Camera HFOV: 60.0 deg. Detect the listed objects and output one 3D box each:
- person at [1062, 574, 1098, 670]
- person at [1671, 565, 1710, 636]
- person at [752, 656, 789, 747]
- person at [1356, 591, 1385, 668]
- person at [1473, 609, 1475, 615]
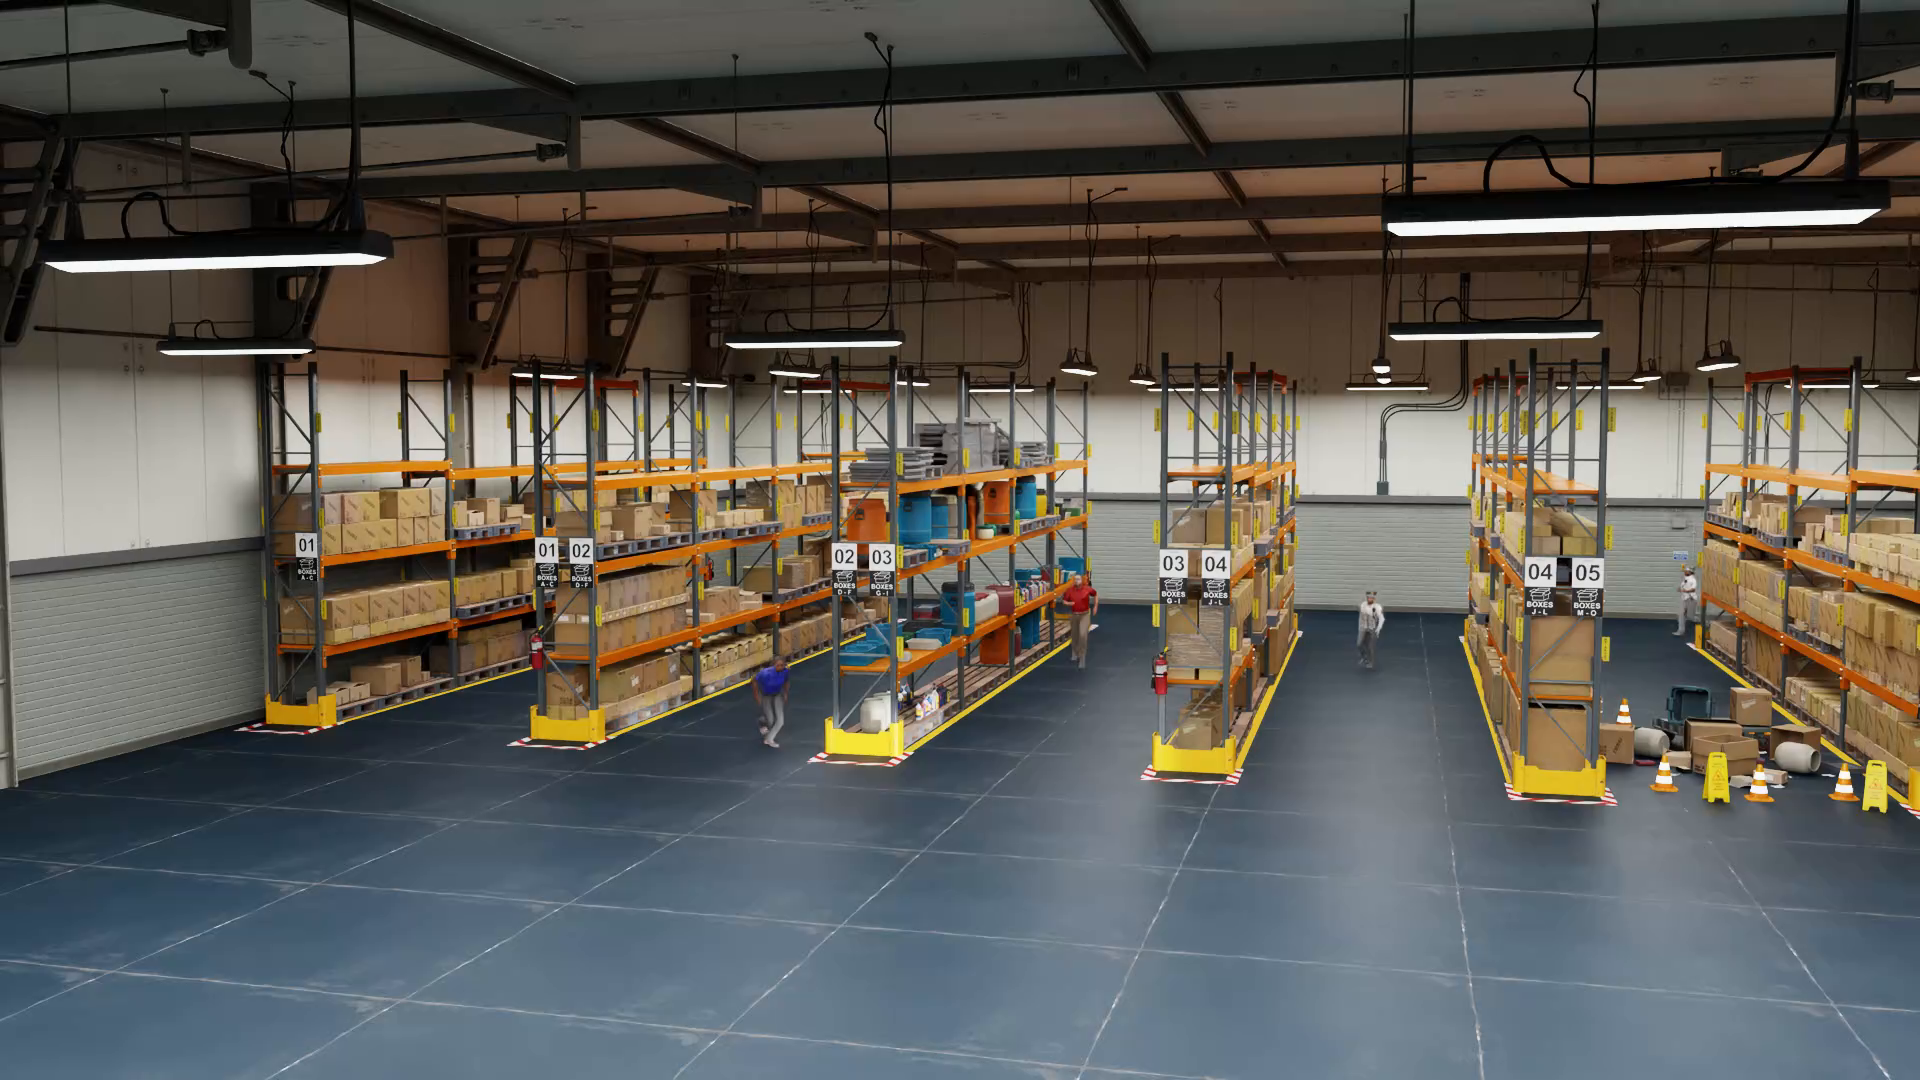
[{"bbox_3d":[2.363,1.588,32.747,0.675,1.839,0.880,1,4,12],"label":"person"},{"bbox_3d":[17.119,1.413,38.926,0.853,1.673,0.562,0,4,6],"label":"person"},{"bbox_3d":[-2.955,2.479,25.725,0.585,1.464,0.881,-2,5,-31],"label":"person"},{"bbox_3d":[8.329,1.817,33.765,0.608,1.611,0.660,2,5,27],"label":"person"},{"bbox_3d":[12.295,1.433,39.039,0.555,1.661,0.710,0,4,7],"label":"person"}]
